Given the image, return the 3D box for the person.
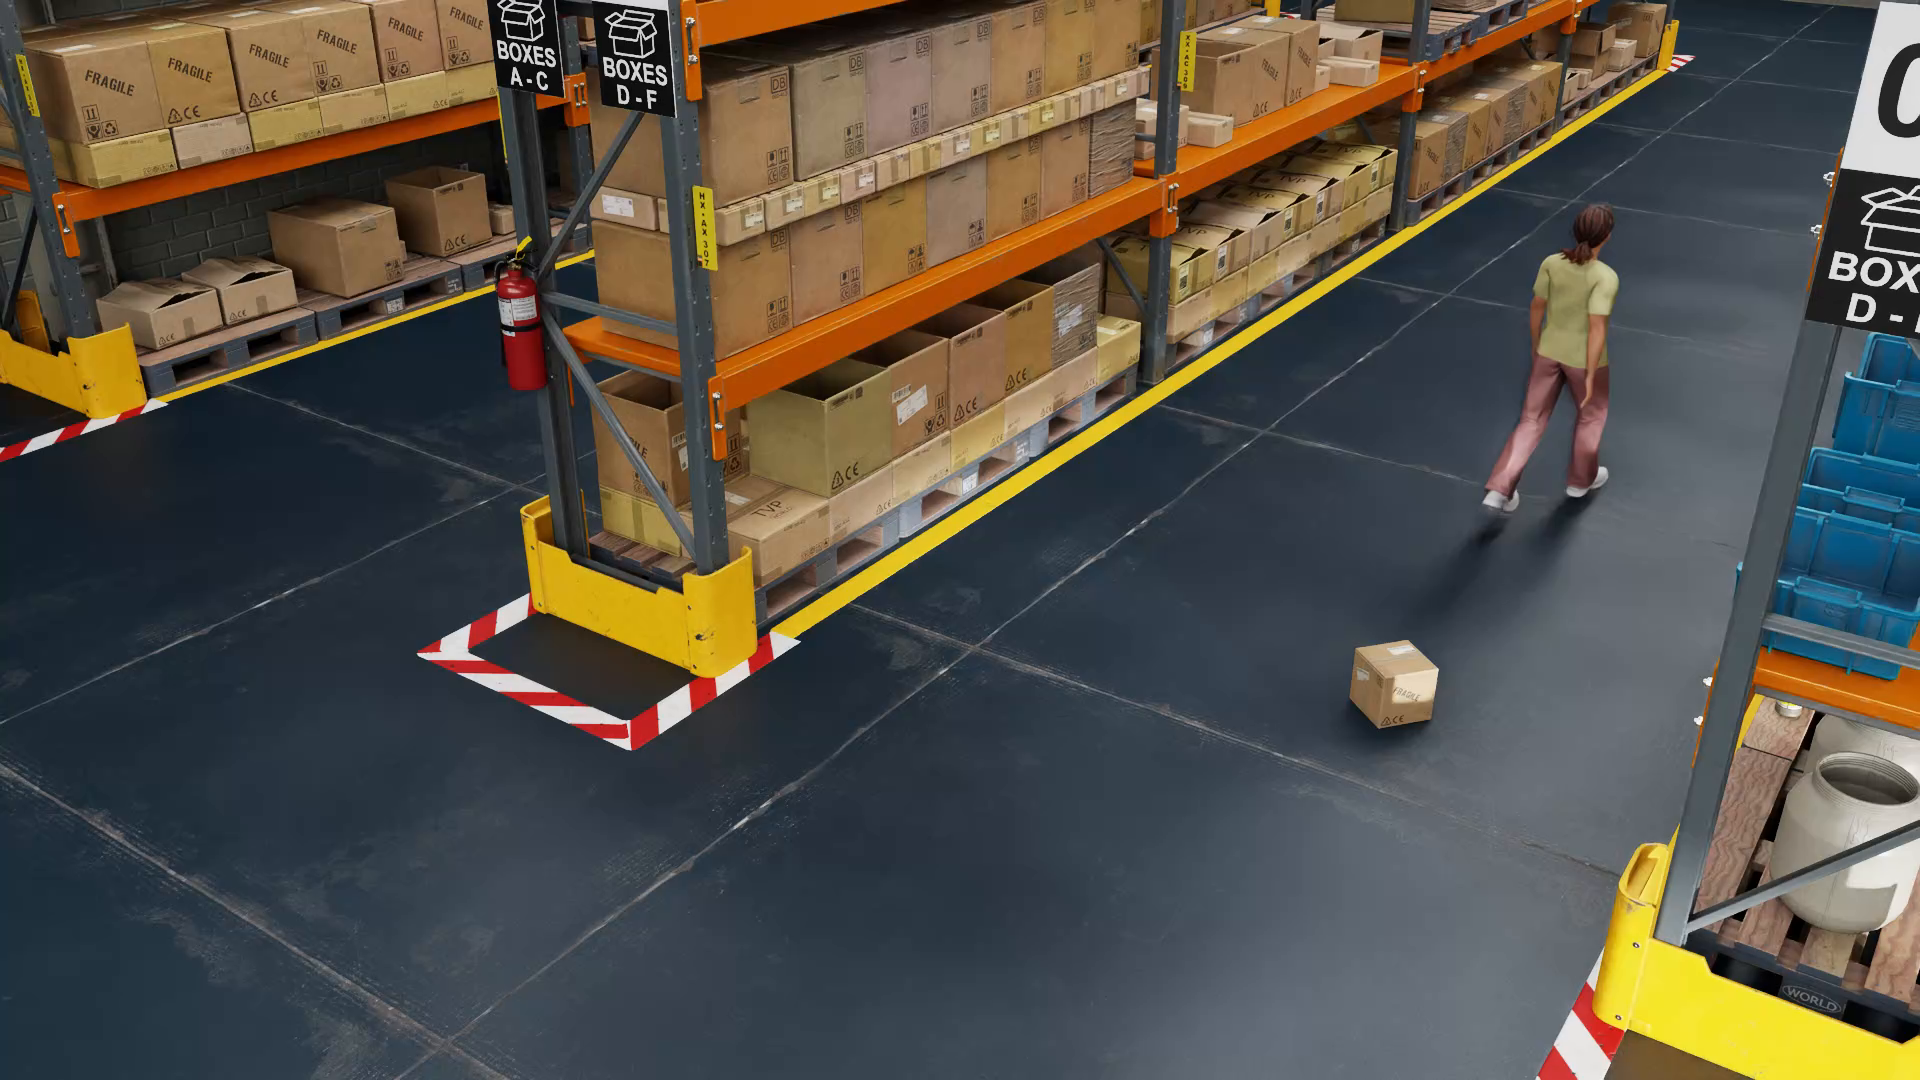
[{"bbox_3d":[3.063,-0.905,8.416,0.460,1.607,0.999,24,36,39],"label":"person"}]
